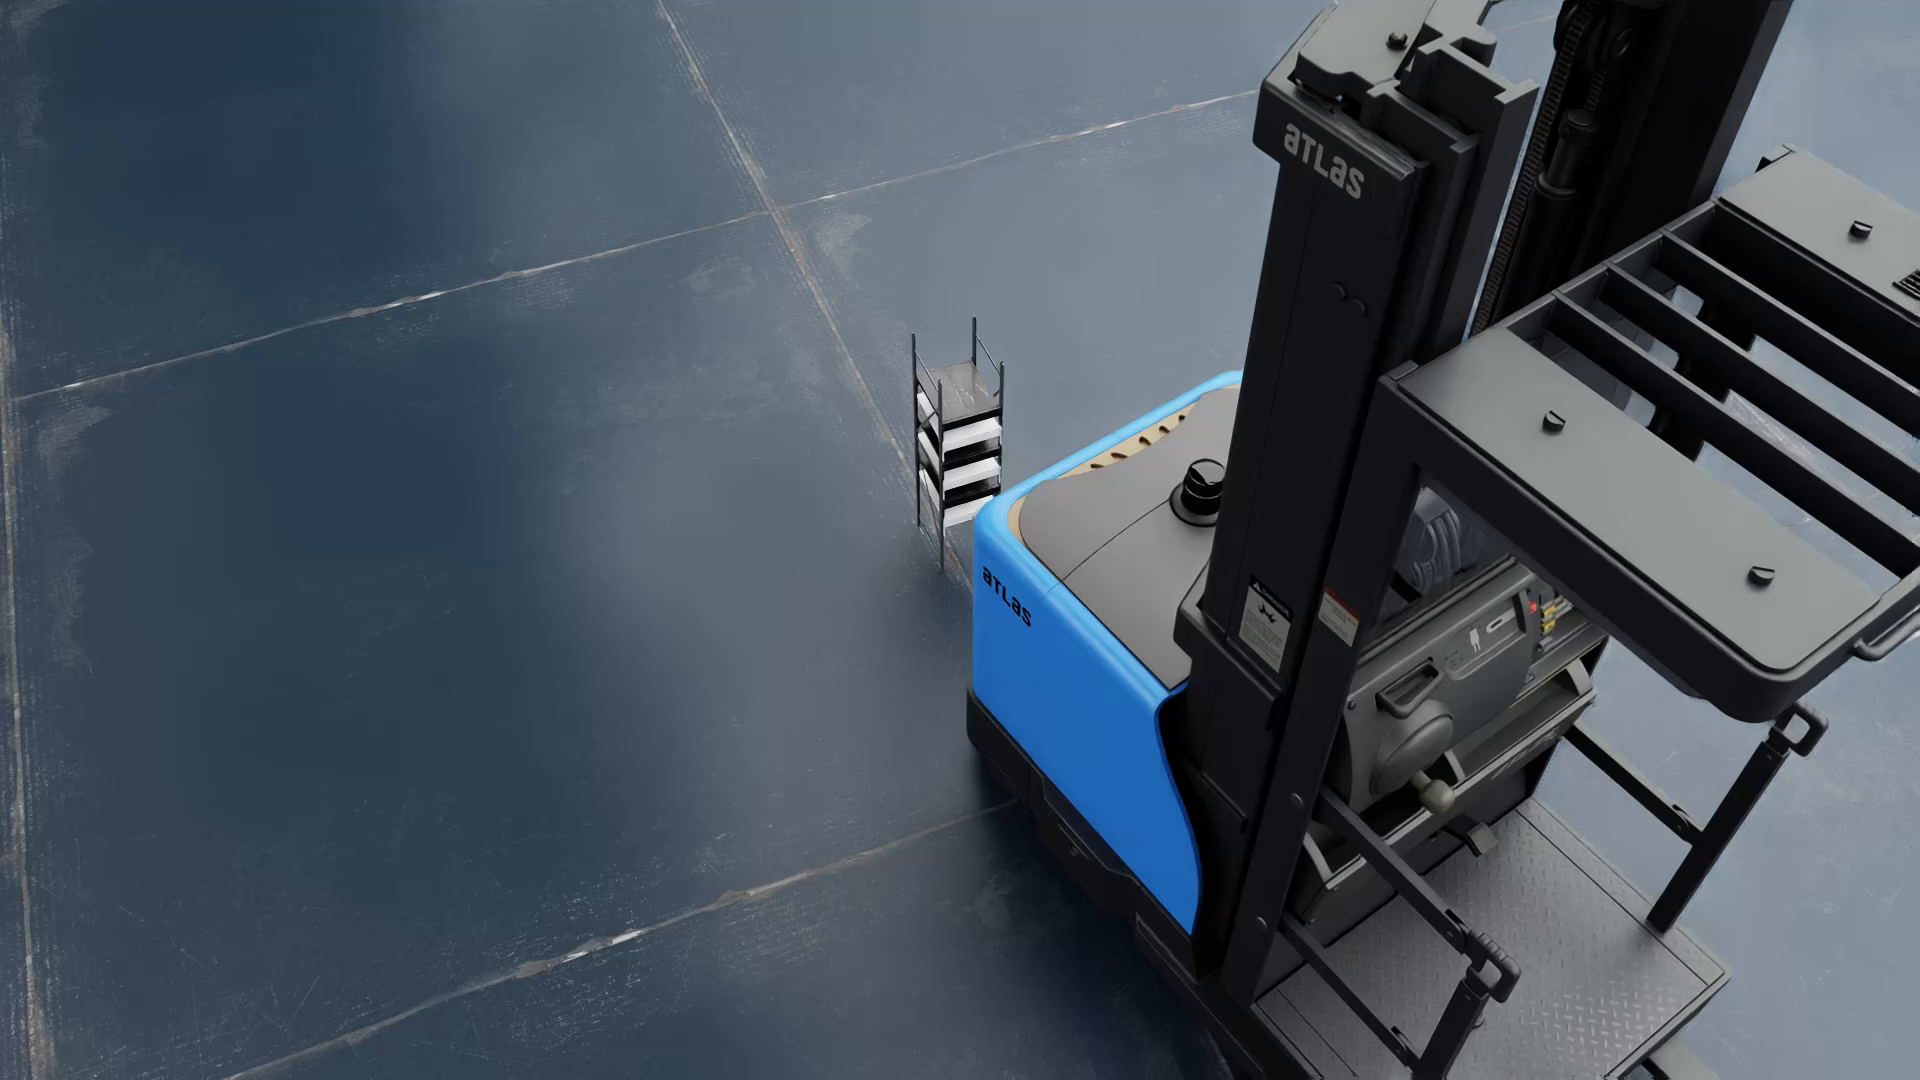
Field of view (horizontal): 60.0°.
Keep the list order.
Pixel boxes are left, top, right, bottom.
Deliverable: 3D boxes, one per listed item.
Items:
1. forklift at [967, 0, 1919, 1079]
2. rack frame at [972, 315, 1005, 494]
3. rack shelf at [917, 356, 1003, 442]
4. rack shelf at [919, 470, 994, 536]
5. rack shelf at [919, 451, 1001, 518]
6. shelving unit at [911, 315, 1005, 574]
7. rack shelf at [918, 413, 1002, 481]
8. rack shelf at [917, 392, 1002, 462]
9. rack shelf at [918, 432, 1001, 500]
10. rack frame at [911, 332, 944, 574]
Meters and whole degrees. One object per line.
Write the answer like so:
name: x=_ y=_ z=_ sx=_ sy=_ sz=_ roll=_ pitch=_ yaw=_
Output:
forklift: x=1.295 y=0.353 z=3.515 sx=1.130 sy=2.935 sz=3.031 roll=-29 pitch=55 yaw=-23
rack frame: x=0.087 y=-0.320 z=5.432 sx=0.006 sy=0.900 sz=0.240 roll=-17 pitch=52 yaw=-14
rack shelf: x=-0.008 y=-0.445 z=5.227 sx=0.200 sy=0.077 sz=0.258 roll=-17 pitch=52 yaw=-14
rack shelf: x=-0.008 y=-0.152 z=5.568 sx=0.200 sy=0.077 sz=0.258 roll=-17 pitch=52 yaw=-14
rack shelf: x=-0.008 y=-0.211 z=5.500 sx=0.200 sy=0.077 sz=0.258 roll=-17 pitch=52 yaw=-14
shelving unit: x=-0.008 y=-0.291 z=5.407 sx=0.210 sy=0.900 sz=0.258 roll=-17 pitch=52 yaw=-14
rack shelf: x=-0.008 y=-0.328 z=5.364 sx=0.200 sy=0.077 sz=0.258 roll=-17 pitch=52 yaw=-14
rack shelf: x=-0.008 y=-0.386 z=5.295 sx=0.200 sy=0.077 sz=0.258 roll=-17 pitch=52 yaw=-14
rack shelf: x=-0.008 y=-0.269 z=5.432 sx=0.200 sy=0.077 sz=0.258 roll=-17 pitch=52 yaw=-14
rack frame: x=-0.102 y=-0.262 z=5.382 sx=0.006 sy=0.900 sz=0.240 roll=-17 pitch=52 yaw=-14
